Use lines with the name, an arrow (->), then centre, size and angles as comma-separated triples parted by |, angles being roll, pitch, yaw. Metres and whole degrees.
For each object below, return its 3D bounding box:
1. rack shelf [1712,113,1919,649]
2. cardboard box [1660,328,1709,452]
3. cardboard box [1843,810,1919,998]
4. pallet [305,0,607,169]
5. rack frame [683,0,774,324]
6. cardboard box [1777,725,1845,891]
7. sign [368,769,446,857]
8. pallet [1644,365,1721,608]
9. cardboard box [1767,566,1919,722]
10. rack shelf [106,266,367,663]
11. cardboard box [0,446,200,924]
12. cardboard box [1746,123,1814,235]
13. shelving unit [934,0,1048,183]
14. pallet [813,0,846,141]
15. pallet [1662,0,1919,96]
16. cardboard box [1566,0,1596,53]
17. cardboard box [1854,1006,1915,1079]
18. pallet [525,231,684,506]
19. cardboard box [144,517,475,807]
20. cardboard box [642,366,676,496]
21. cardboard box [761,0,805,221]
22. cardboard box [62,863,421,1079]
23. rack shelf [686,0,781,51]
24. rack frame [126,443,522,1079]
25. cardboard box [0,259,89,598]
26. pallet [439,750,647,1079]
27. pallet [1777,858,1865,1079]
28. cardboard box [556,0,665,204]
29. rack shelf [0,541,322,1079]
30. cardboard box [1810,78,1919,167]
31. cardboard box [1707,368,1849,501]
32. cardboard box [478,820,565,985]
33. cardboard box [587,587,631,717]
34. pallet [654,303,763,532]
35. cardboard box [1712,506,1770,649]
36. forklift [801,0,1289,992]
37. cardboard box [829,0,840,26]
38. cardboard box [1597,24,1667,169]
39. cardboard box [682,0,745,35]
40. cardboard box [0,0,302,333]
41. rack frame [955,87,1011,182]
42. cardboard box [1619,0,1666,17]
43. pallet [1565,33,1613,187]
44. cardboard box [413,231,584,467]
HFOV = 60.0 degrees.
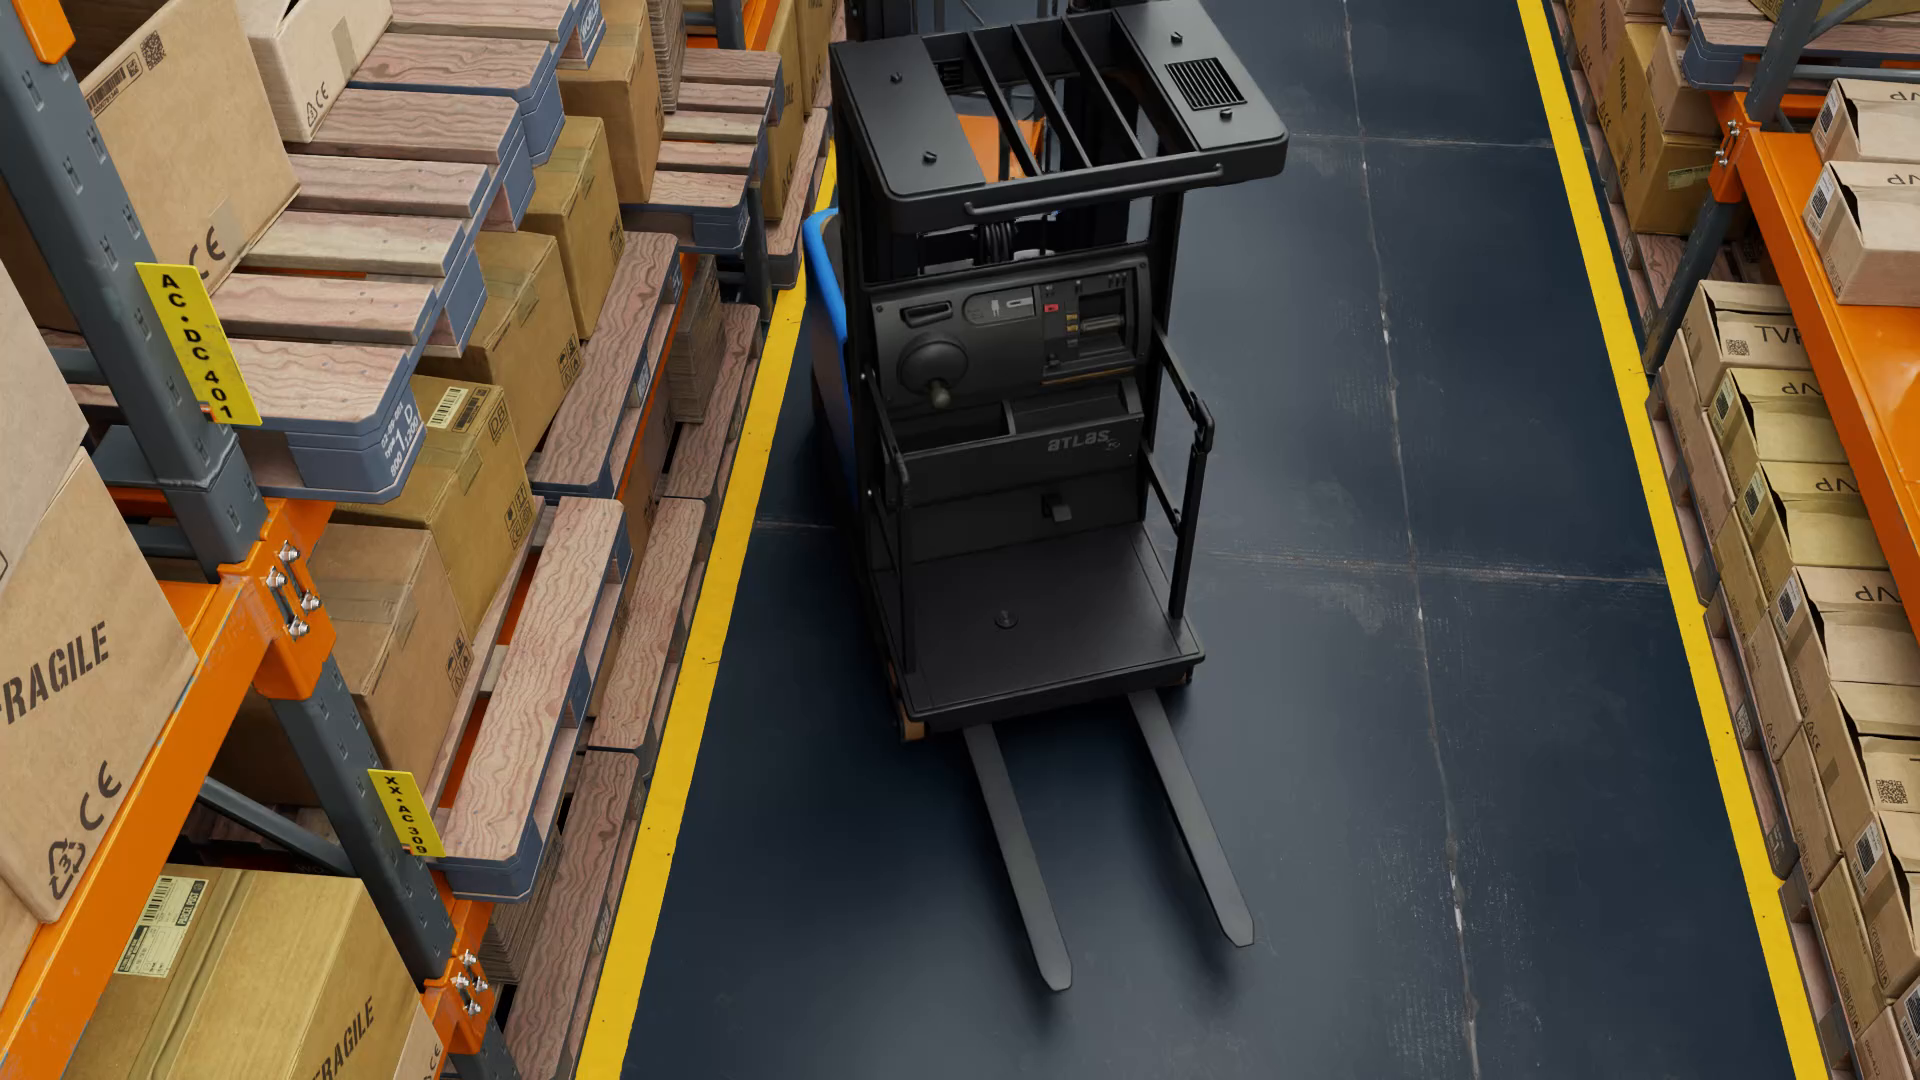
rack shelf -> 3.381, -0.043, 5.244 | 1.077, 0.370, 4.000 | 4, 48, 4
cardboard box -> 3.223, -0.604, 6.848 | 0.500, 0.250, 0.500 | 4, 48, 3
cardboard box -> 2.991, 1.082, 4.927 | 0.500, 0.311, 0.500 | 5, 48, 5
pallet -> -1.481, -1.304, 4.004 | 1.213, 0.211, 1.003 | 4, 48, 4
rack frame -> -1.370, -2.086, 6.625 | 1.000, 3.000, 0.127 | 4, 48, 4
cardboard box -> 3.042, 0.899, 5.474 | 0.500, 0.250, 0.500 | 5, 48, 4
sign -> -1.194, 0.592, 3.589 | 0.100, 0.325, 0.005 | 4, 48, 4
pallet -> 3.449, -0.212, 6.801 | 1.003, 0.211, 1.213 | 4, 48, 4
cardboard box -> 3.088, 0.346, 5.600 | 0.500, 0.311, 0.500 | 3, 48, 3
rack shelf -> -1.553, -1.385, 4.439 | 1.077, 0.370, 4.000 | 4, 48, 4
cardboard box -> -1.535, 0.191, 2.429 | 0.500, 0.500, 0.500 | 5, 48, 5
cardboard box -> 3.931, -1.760, 7.723 | 0.500, 0.500, 0.500 | 2, 48, 2
shelving unit -> 0.043, -1.680, 7.270 | 0.587, 1.500, 1.083 | 8, 48, 7
pallet -> -1.110, -2.613, 8.997 | 1.003, 0.211, 1.213 | 4, 48, 4
pallet -> 3.555, -2.193, 6.853 | 1.213, 0.211, 1.003 | 4, 48, 4
cardboard box -> 3.550, -2.901, 8.766 | 0.500, 0.500, 0.500 | 4, 48, 4
cardboard box -> 2.948, 1.646, 4.790 | 0.500, 0.250, 0.500 | 3, 48, 3
pallet -> -1.510, -0.563, 5.363 | 1.003, 0.211, 1.213 | 4, 48, 4
cardboard box -> -1.654, 0.300, 4.077 | 0.700, 0.500, 0.500 | 4, 48, 4
cardboard box -> -1.547, -0.487, 6.559 | 0.700, 0.500, 0.500 | 4, 48, 3
cardboard box -> -1.173, -2.033, 7.749 | 0.750, 0.750, 0.750 | 3, 48, 3
cardboard box -> -1.470, 1.013, 3.371 | 0.500, 0.500, 0.500 | 4, 48, 3
rack shelf -> -1.188, -3.312, 8.234 | 1.077, 0.370, 4.000 | 4, 48, 4
rack frame -> -1.735, 0.854, 3.936 | 1.000, 3.000, 0.127 | 4, 48, 4
cardboard box -> -1.510, -0.150, 2.063 | 0.500, 0.500, 0.500 | 0, 48, 0
pallet -> -1.665, 1.223, 5.489 | 1.003, 0.211, 1.213 | 4, 48, 4
pallet -> 3.227, 1.581, 5.161 | 1.003, 0.211, 1.213 | 4, 48, 4
cardboard box -> -1.427, -1.509, 5.732 | 0.700, 0.500, 0.500 | 0, 48, 0
rack shelf -> -1.917, 1.554, 1.751 | 1.077, 0.370, 4.000 | 4, 48, 4
cardboard box -> 3.487, -1.461, 6.114 | 0.500, 0.311, 0.500 | 7, 48, 6
cardboard box -> 3.183, -0.406, 6.288 | 0.500, 0.311, 0.500 | 3, 48, 3
cardboard box -> -1.684, 1.007, 5.192 | 0.700, 0.500, 0.500 | 5, 48, 5
cardboard box -> -1.600, 0.252, 5.883 | 0.700, 0.500, 0.500 | 4, 48, 4
pallet -> -1.443, -0.570, 7.129 | 1.003, 0.211, 1.213 | 4, 48, 4
cardboard box -> 3.137, 0.148, 6.161 | 0.500, 0.250, 0.500 | 3, 48, 2
forklift -> 0.232, -0.578, 5.292 | 1.130, 2.935, 3.031 | -11, 48, -10
cardboard box -> -1.014, -3.301, 8.909 | 0.750, 0.750, 0.750 | 5, 48, 5
cardboard box -> 3.462, -2.143, 8.073 | 0.500, 0.500, 0.500 | 2, 48, 2
cardboard box -> -1.110, -2.234, 6.917 | 0.380, 0.149, 0.250 | 3, 48, 3
cardboard box -> -1.605, -0.730, 3.000 | 0.500, 0.500, 0.500 | 10, 48, 9
rack frame -> -0.051, -1.304, 6.927 | 0.500, 1.500, 0.032 | 8, 48, 7
cardboard box -> 3.505, -2.810, 8.175 | 0.500, 0.250, 0.500 | 3, 48, 3
pallet -> 3.783, -2.254, 8.669 | 1.003, 0.211, 1.213 | 4, 48, 4
cardboard box -> -1.567, -0.596, 4.897 | 0.700, 0.500, 0.500 | 10, 48, 9
